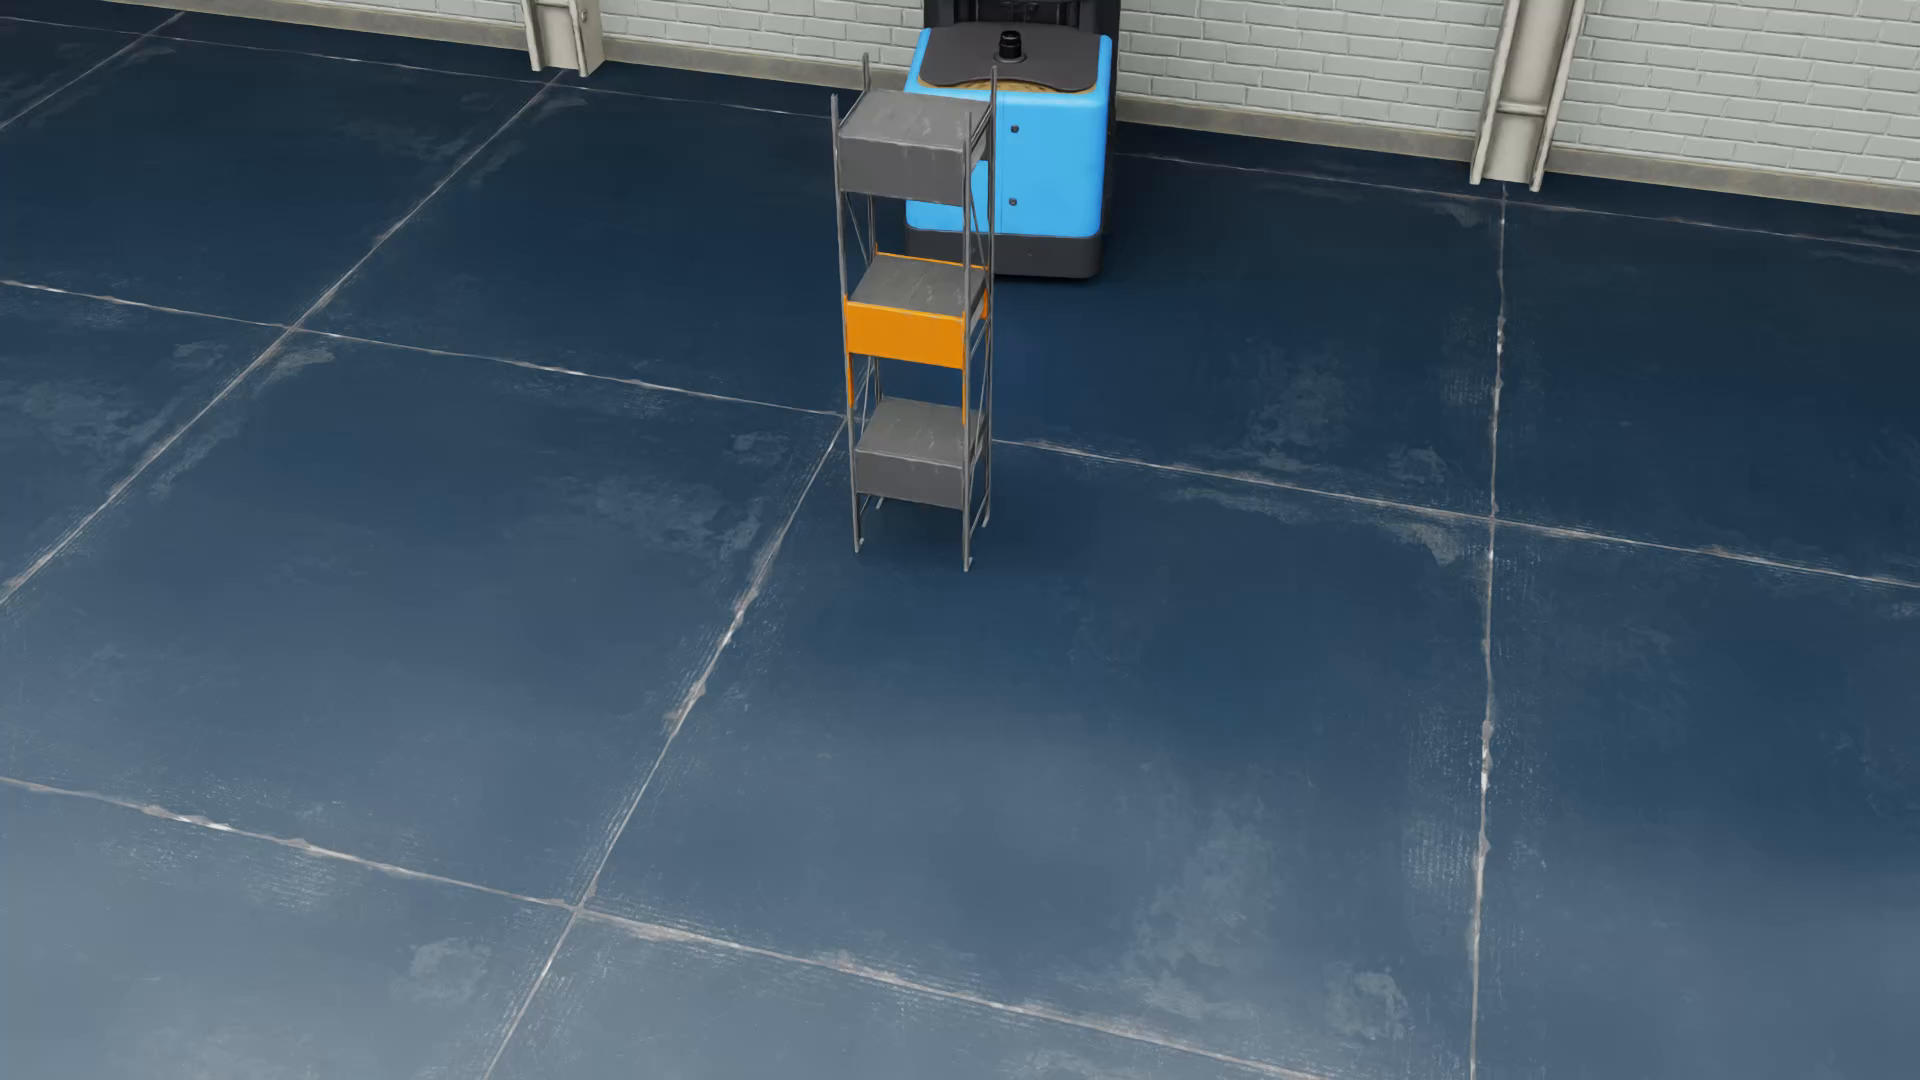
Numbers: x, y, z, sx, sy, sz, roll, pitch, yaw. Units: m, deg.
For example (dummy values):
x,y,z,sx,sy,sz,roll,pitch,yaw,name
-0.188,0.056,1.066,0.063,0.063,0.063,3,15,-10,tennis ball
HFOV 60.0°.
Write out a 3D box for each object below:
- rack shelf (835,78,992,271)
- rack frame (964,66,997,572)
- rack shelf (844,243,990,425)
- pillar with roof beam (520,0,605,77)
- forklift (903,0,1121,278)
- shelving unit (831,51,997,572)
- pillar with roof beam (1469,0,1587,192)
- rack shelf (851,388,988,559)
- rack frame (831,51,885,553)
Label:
x,y,z,sx,sy,sz,roll,pitch,yaw,name
-0.160,-1.357,6.166,0.480,0.518,0.431,10,41,11,rack shelf
0.076,-0.791,6.559,0.015,2.100,0.400,10,41,11,rack frame
-0.160,-0.821,6.616,0.480,0.518,0.431,10,41,11,rack shelf
-3.695,-3.919,4.920,0.400,9.000,9.100,10,41,11,pillar with roof beam
0.368,-3.445,9.073,1.130,2.935,3.031,4,40,4,forklift
-0.160,-0.832,6.607,0.503,2.100,0.431,10,41,11,shelving unit
2.101,-2.922,3.732,0.400,9.000,9.100,10,41,11,pillar with roof beam
-0.160,-0.285,7.066,0.480,0.518,0.431,10,41,11,rack shelf
-0.396,-0.872,6.656,0.015,2.100,0.400,10,41,11,rack frame
